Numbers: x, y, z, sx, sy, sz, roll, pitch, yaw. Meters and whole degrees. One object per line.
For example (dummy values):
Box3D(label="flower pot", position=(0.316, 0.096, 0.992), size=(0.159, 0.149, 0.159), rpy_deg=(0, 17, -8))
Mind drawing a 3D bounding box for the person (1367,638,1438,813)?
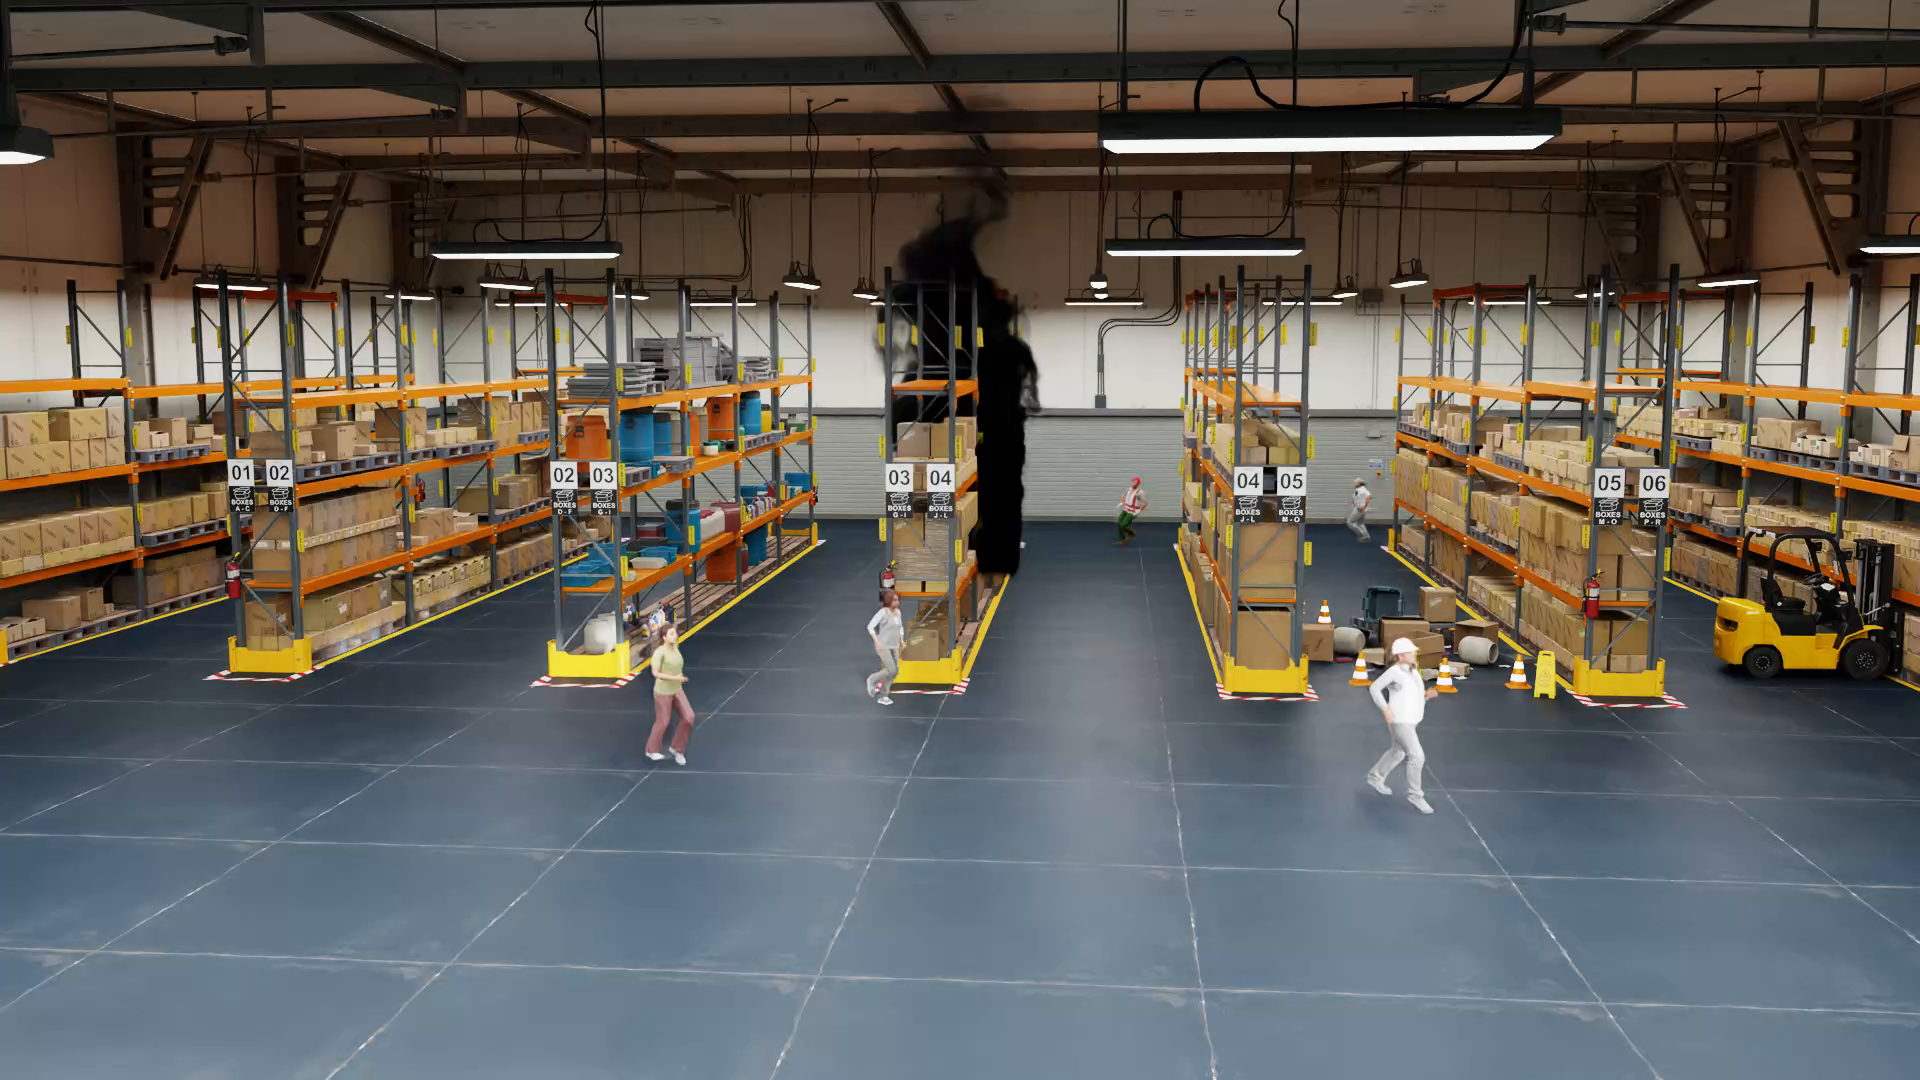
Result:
Box3D(label="person", position=(4.741, 1.957, 17.824), size=(0.825, 1.822, 0.633), rpy_deg=(5, 9, 37))

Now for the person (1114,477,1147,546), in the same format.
Box3D(label="person", position=(4.063, -0.682, 39.956), size=(0.542, 1.688, 0.749), rpy_deg=(-5, 9, -38))

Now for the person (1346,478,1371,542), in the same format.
Box3D(label="person", position=(9.732, -0.725, 40.524), size=(0.611, 1.602, 0.674), rpy_deg=(1, 7, 12))

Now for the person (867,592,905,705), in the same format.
Box3D(label="person", position=(-1.009, 1.474, 22.819), size=(0.516, 1.546, 0.552), rpy_deg=(5, 9, 37))

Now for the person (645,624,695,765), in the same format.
Box3D(label="person", position=(-3.411, 1.827, 19.539), size=(0.695, 1.716, 0.592), rpy_deg=(4, 8, 32))
